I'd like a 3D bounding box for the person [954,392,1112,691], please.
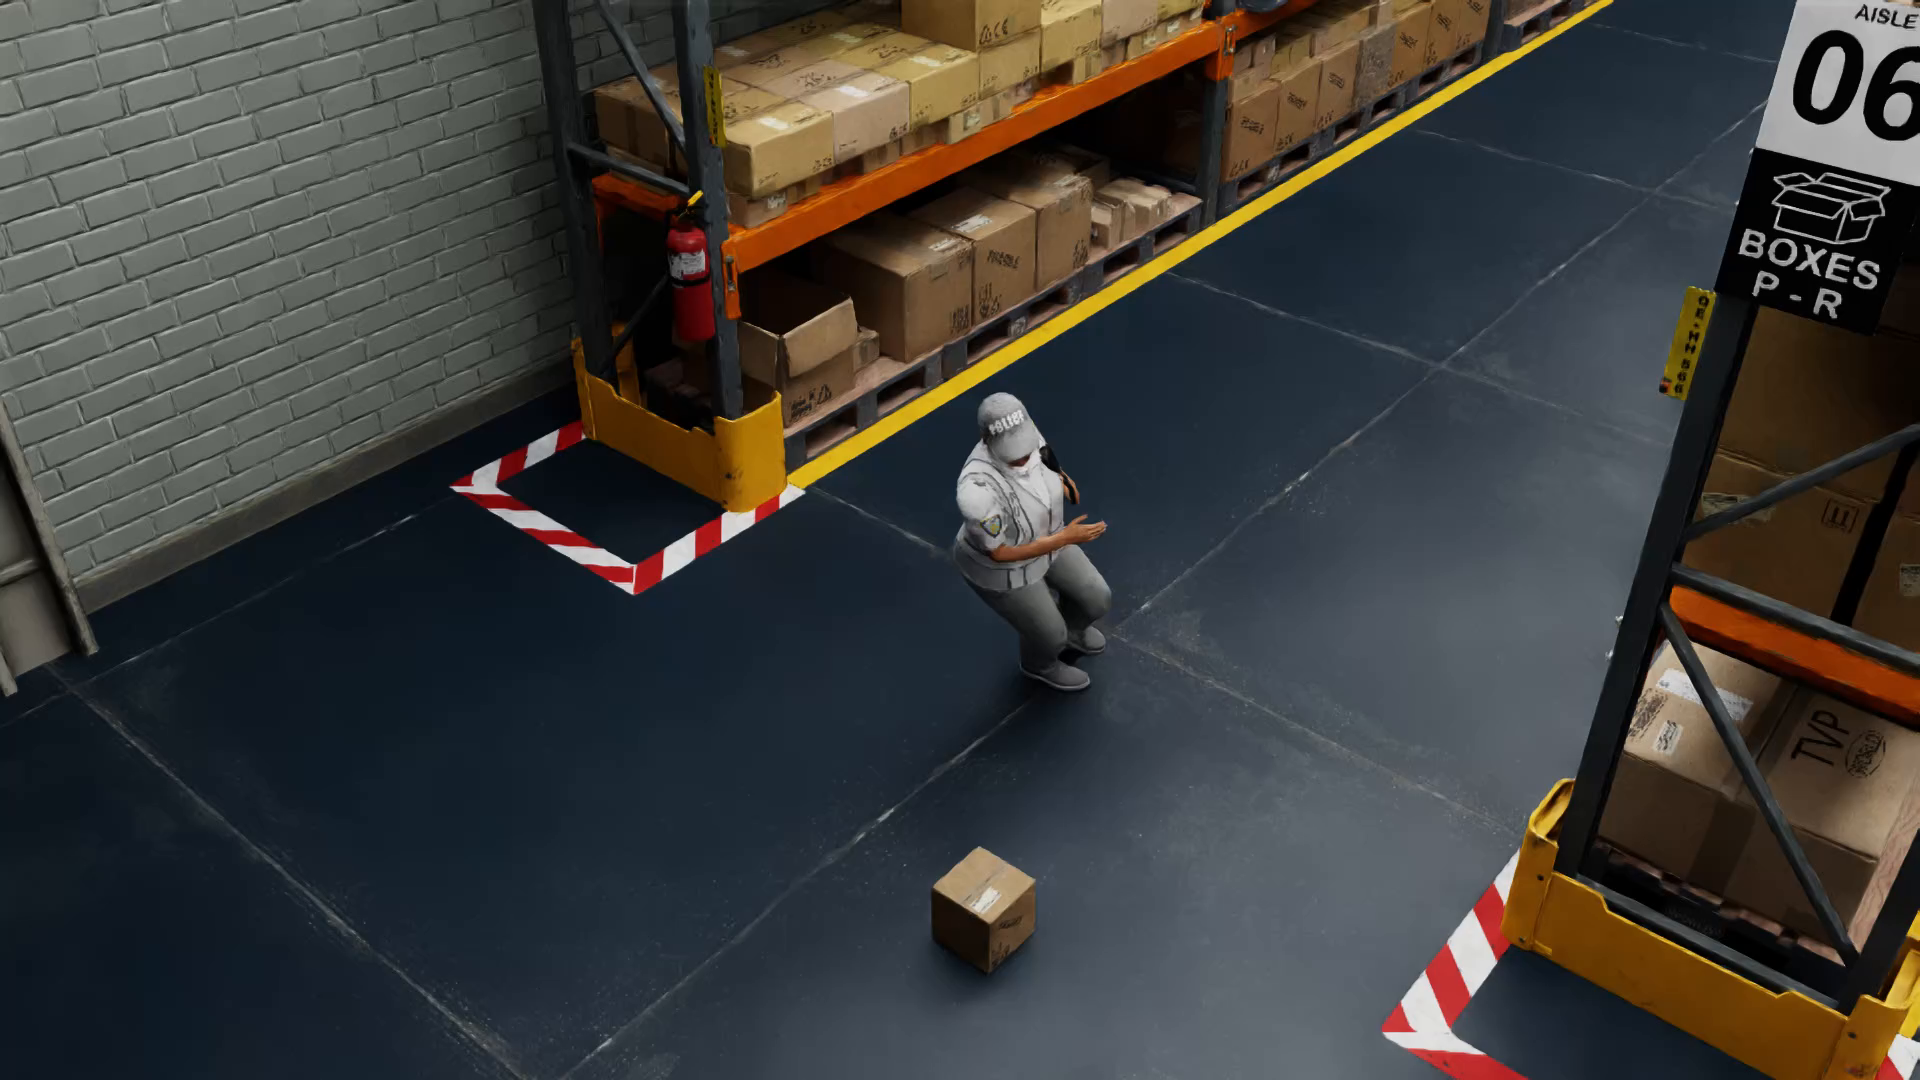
[{"bbox_3d":[0.326,0.014,6.218,0.562,1.540,0.890,20,40,26],"label":"person"}]
